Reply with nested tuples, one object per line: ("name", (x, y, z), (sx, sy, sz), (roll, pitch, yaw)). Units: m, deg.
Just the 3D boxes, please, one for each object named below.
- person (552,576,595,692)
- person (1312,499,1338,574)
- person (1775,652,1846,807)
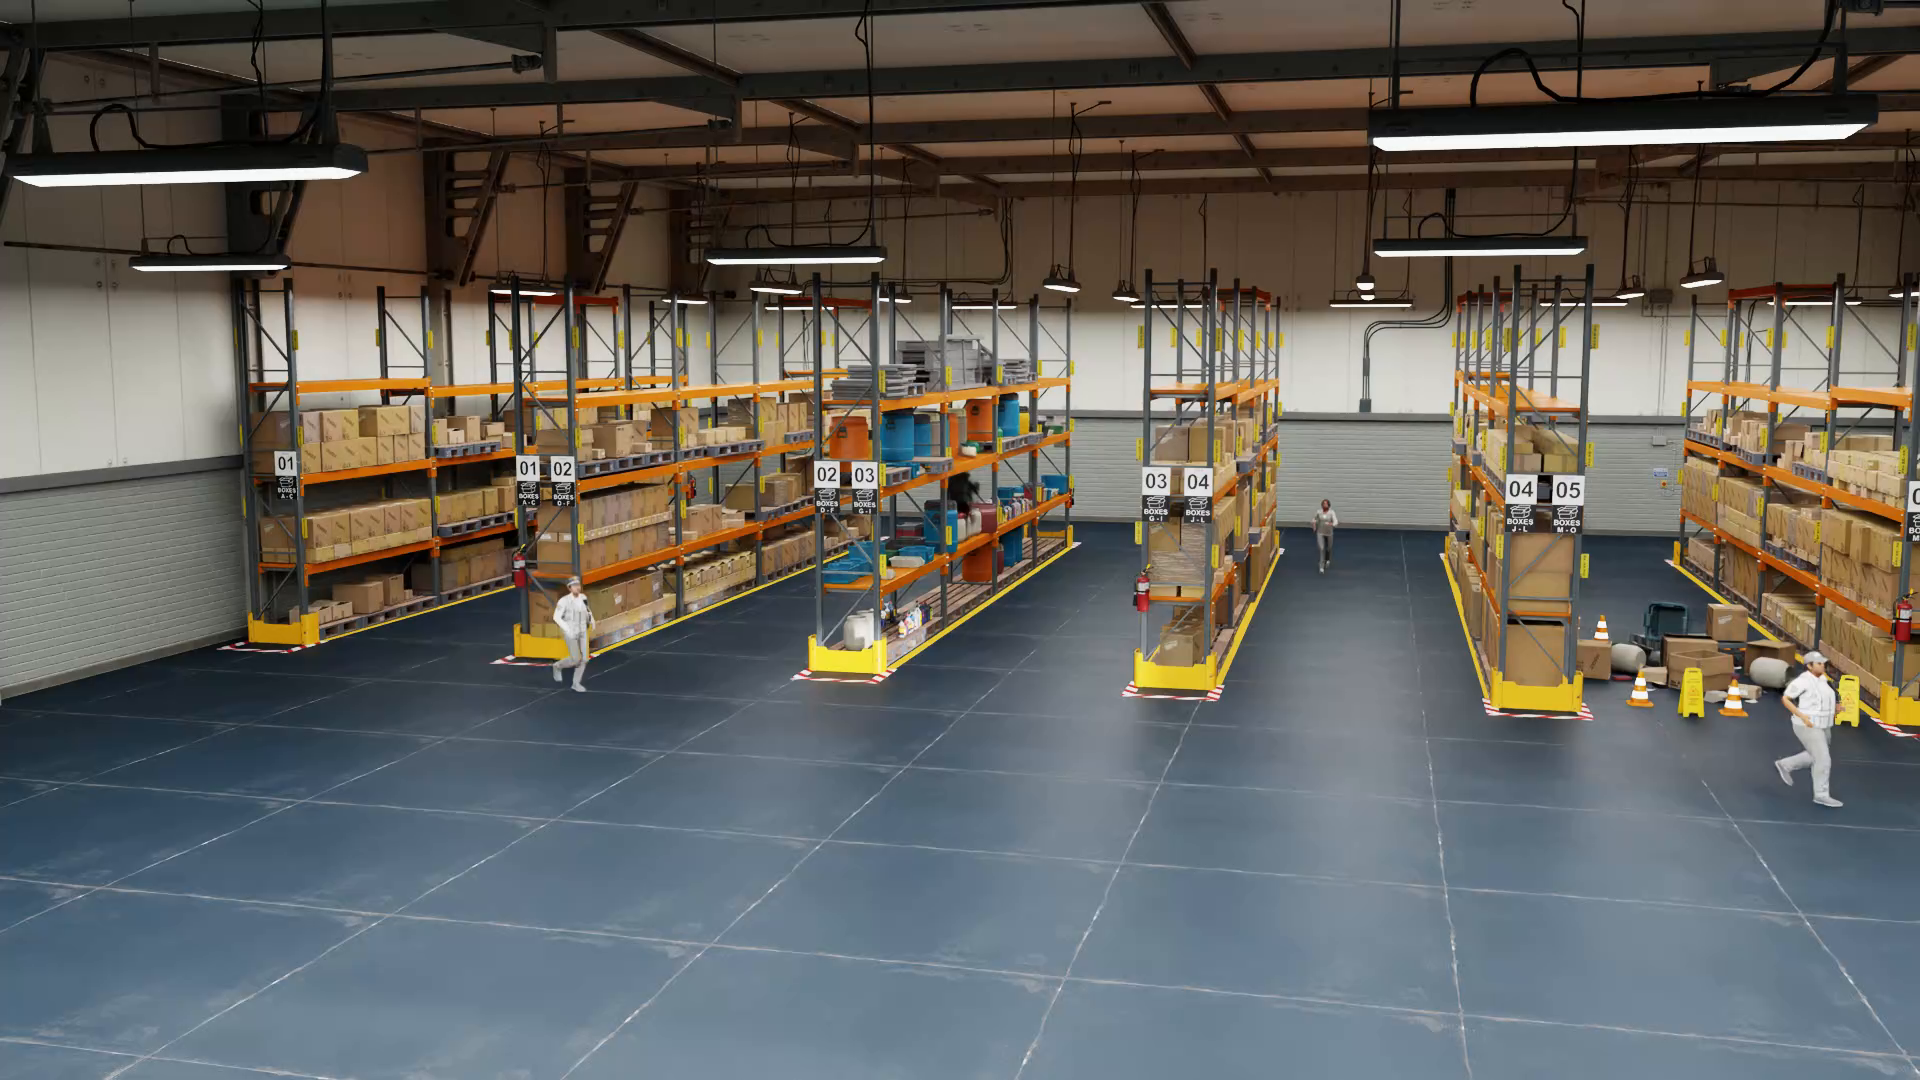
("person", (-5.541, 1.327, 23.900), (0.589, 1.670, 0.615), (6, 9, 42))
("person", (7.859, -0.100, 35.839), (0.539, 1.582, 0.893), (2, 7, 13))
("person", (9.271, 2.024, 18.117), (0.620, 1.635, 0.824), (-4, 8, -33))
